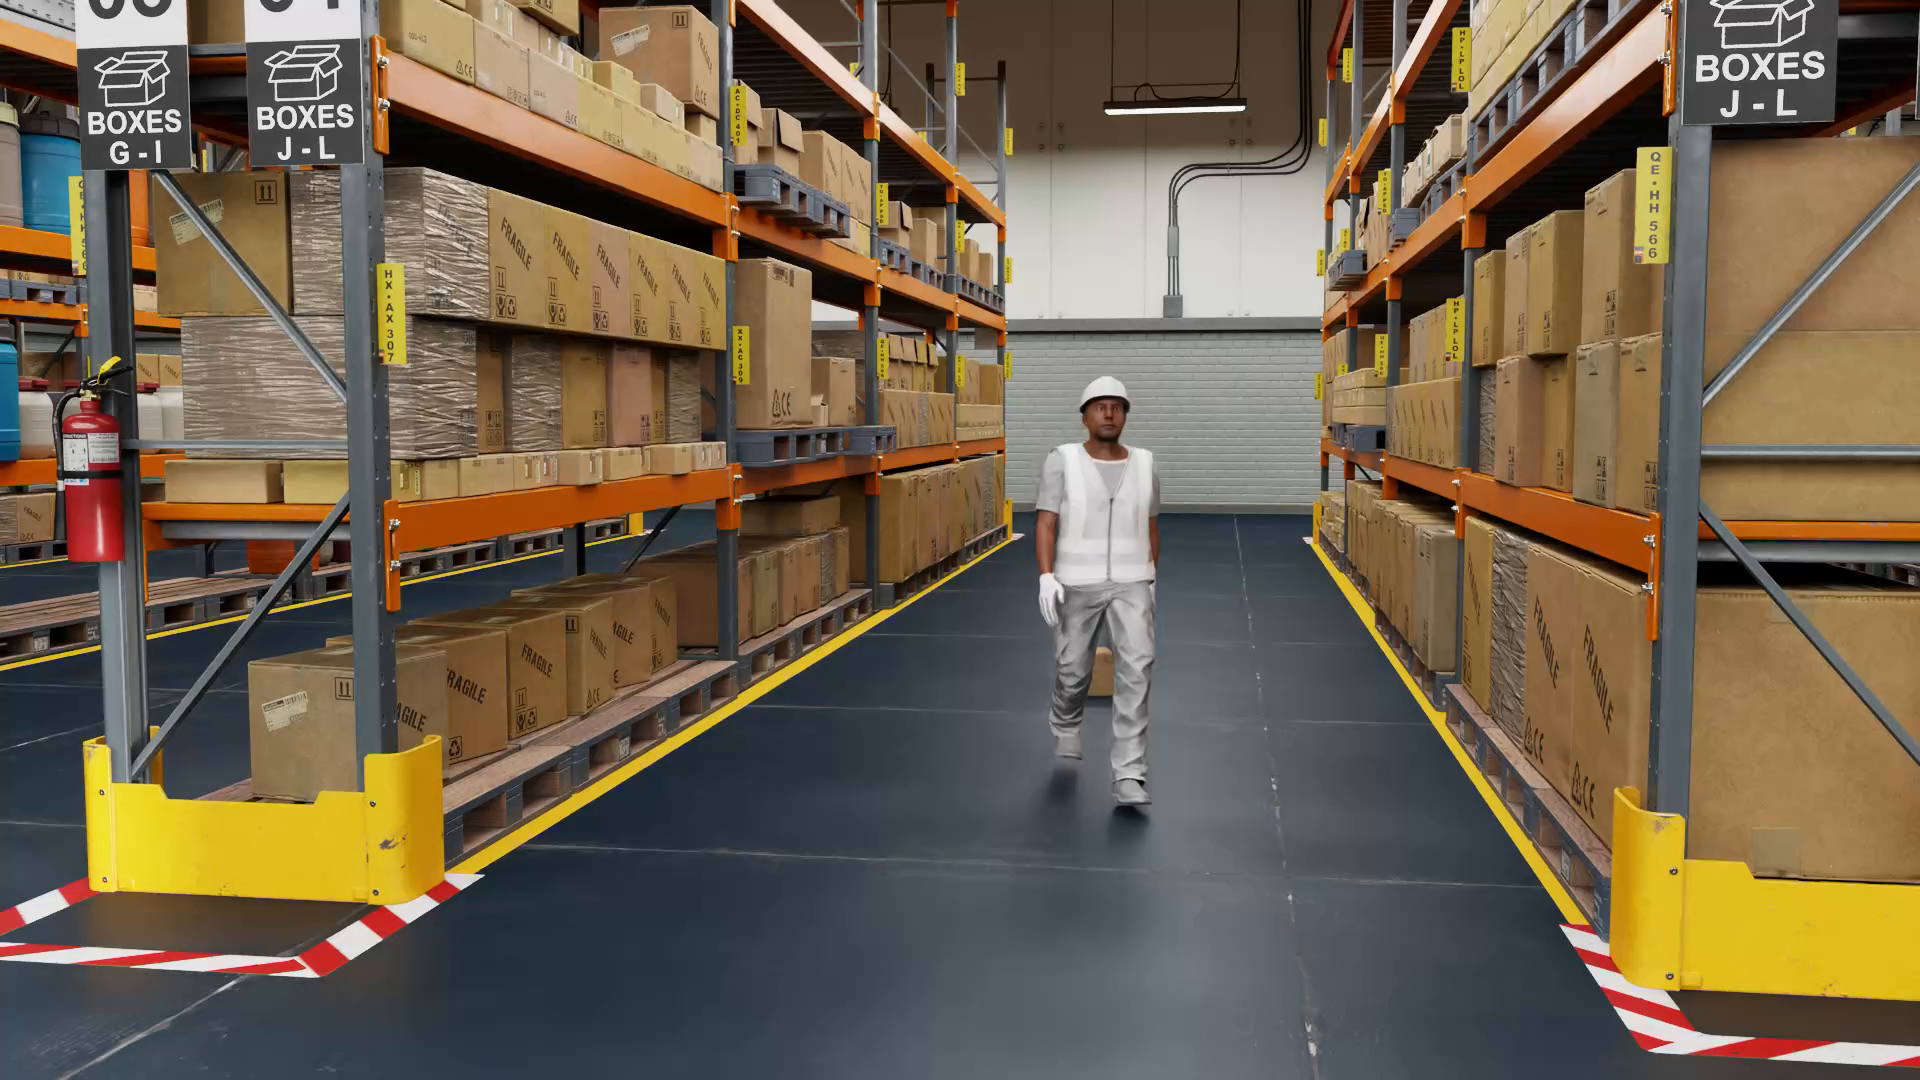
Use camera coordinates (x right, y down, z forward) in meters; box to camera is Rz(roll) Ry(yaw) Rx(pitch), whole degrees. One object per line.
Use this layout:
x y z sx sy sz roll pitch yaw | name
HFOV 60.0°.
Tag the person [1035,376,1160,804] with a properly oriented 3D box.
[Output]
0.585 0.188 7.003 0.548 1.749 0.971 0 4 -4 | person
